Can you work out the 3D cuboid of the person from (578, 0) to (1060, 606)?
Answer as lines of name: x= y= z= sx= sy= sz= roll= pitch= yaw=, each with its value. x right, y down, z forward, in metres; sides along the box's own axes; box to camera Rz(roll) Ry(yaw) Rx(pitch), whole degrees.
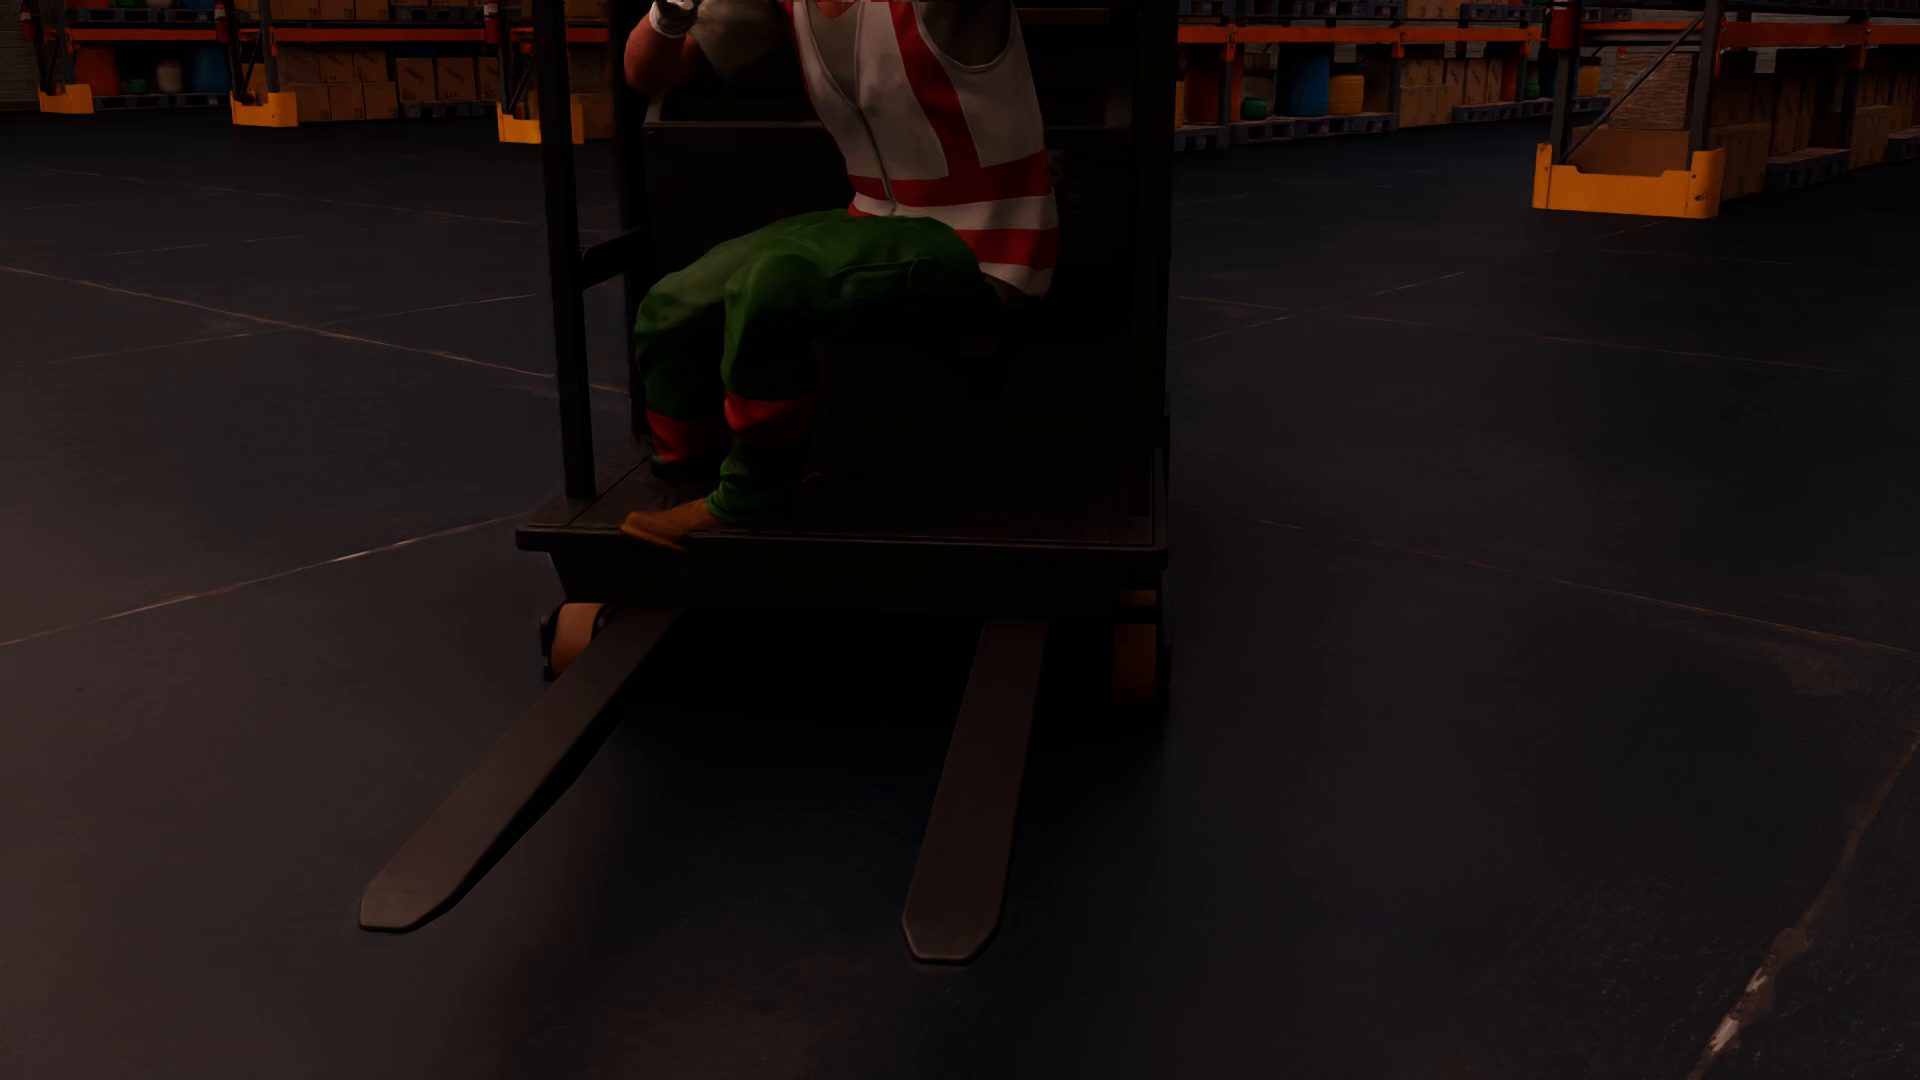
person: x=-0.087 y=-0.469 z=2.644 sx=0.761 sy=1.413 sz=1.368 roll=-14 pitch=22 yaw=-39

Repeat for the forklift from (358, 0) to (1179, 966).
forklift: x=-0.157 y=-1.198 z=2.844 sx=1.130 sy=2.935 sz=3.031 roll=2 pitch=17 yaw=6
